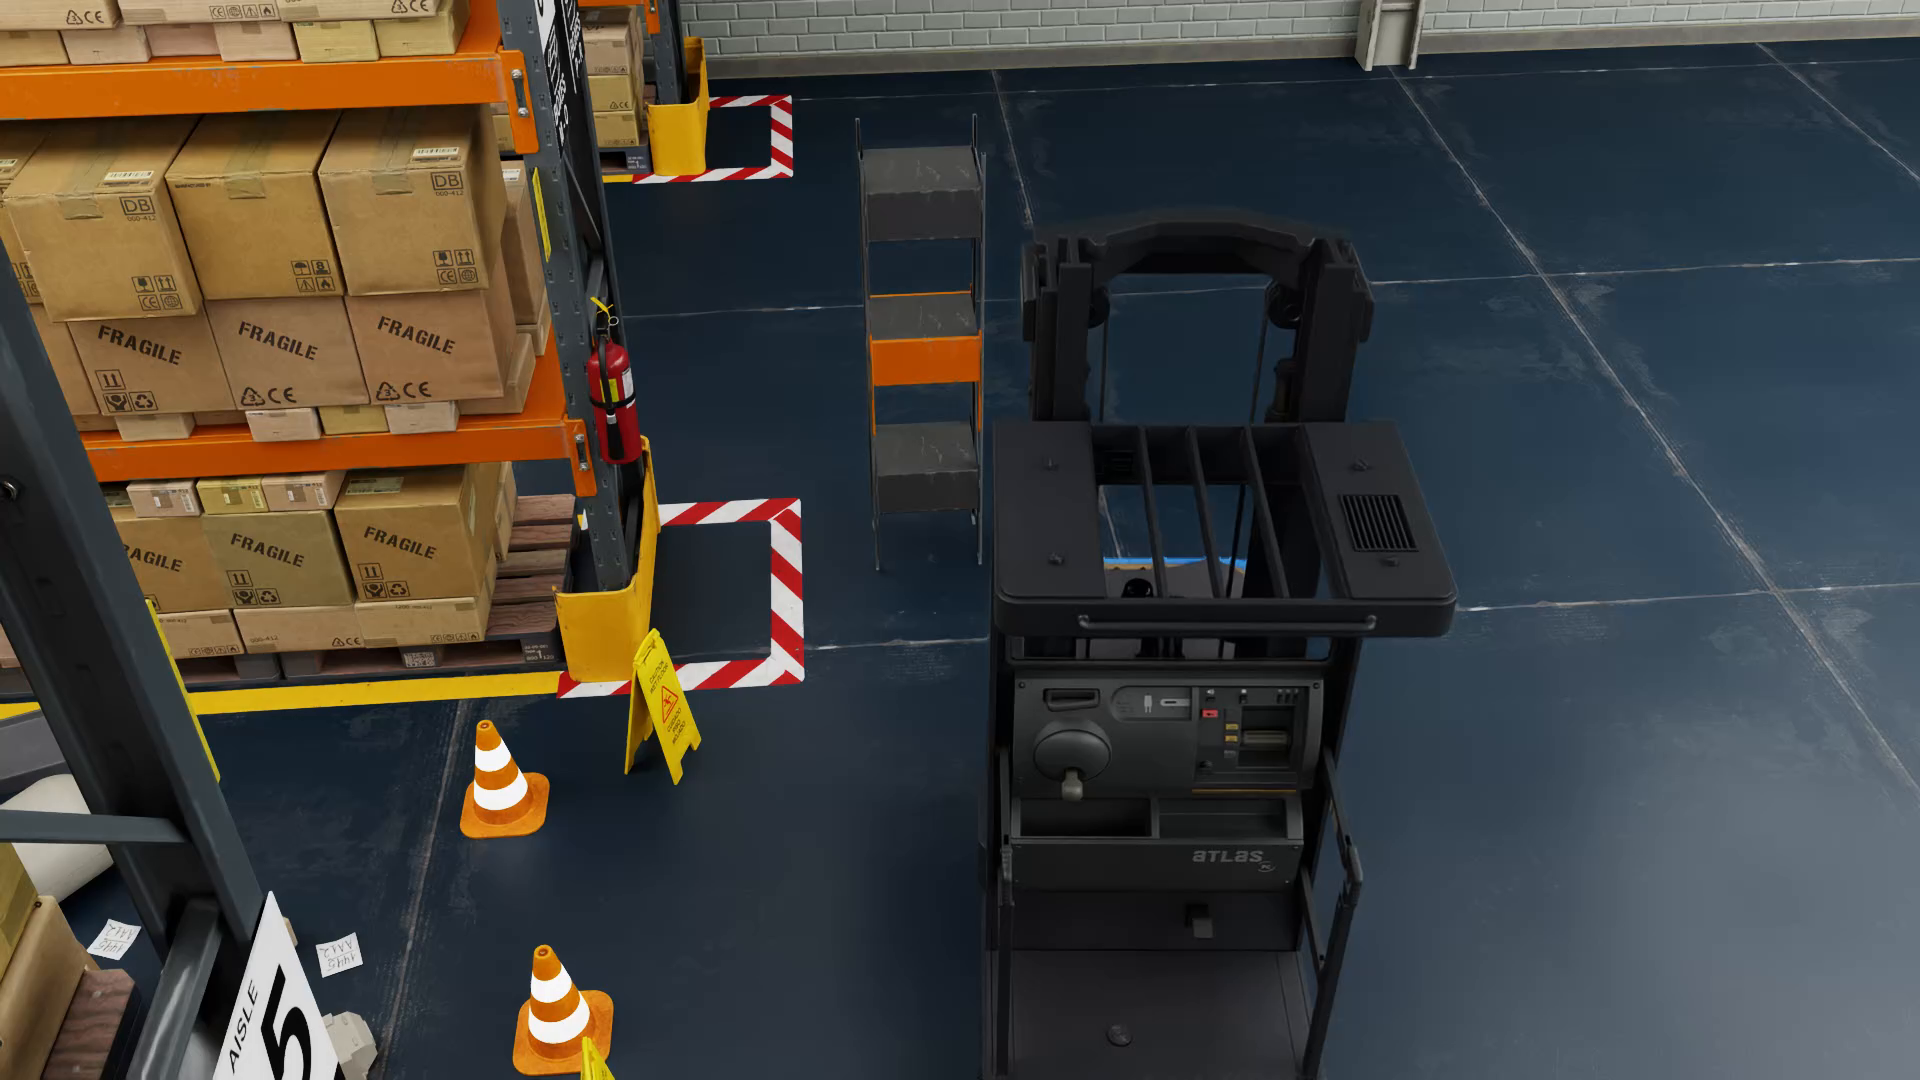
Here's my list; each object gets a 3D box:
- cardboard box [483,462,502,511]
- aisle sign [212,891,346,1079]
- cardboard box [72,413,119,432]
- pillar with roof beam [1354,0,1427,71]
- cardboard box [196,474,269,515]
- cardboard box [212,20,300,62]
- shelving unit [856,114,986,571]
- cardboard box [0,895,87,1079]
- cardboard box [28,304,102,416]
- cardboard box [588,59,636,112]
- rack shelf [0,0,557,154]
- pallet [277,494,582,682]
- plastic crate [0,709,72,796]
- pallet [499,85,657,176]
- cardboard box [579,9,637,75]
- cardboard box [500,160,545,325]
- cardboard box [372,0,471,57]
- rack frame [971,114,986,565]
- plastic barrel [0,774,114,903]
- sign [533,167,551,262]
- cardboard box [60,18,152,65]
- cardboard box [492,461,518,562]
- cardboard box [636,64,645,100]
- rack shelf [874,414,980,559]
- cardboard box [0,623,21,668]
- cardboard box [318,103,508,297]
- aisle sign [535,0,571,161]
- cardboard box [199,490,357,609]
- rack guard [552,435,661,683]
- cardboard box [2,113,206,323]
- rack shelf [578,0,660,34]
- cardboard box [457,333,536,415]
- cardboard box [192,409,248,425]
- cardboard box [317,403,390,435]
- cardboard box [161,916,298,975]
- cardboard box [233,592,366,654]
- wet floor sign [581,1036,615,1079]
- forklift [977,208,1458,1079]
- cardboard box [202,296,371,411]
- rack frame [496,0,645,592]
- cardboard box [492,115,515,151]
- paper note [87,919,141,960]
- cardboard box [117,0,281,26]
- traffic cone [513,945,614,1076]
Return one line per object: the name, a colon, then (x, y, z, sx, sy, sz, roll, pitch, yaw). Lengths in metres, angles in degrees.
cardboard box: (-2.371, -0.427, 7.467, 0.500, 0.500, 0.500, -4, 38, -5)
aisle sign: (-0.936, 0.917, 2.390, 0.004, 0.787, 0.394, -3, 38, -4)
cardboard box: (-3.397, -0.599, 6.613, 0.250, 0.149, 0.380, -3, 38, -4)
pillar with roof beam: (3.622, -4.531, 6.549, 0.400, 9.000, 9.100, -3, 38, -4)
cardboard box: (-2.904, -0.279, 6.755, 0.250, 0.149, 0.380, -3, 38, -3)
cardboard box: (-2.363, -1.782, 5.690, 0.250, 0.149, 0.380, -2, 38, -3)
shelving unit: (-0.165, -0.815, 7.410, 0.503, 2.100, 0.431, -3, 38, -4)
cardboard box: (-1.350, 0.664, 2.170, 0.250, 0.149, 0.380, -3, 38, -4)
cardboard box: (-3.540, -0.813, 6.359, 0.500, 0.500, 0.500, -3, 38, -3)
cardboard box: (-2.420, -3.047, 10.989, 0.500, 0.250, 0.500, -4, 38, -5)
rack shelf: (-3.511, -1.708, 5.974, 4.000, 0.370, 1.077, -3, 38, -4)
pallet: (-2.407, 0.199, 7.649, 1.213, 0.211, 1.003, -3, 38, -4)
plastic crate: (-3.867, 0.863, 6.914, 0.583, 0.080, 0.402, -16, 41, -19)
pallet: (-2.721, -2.822, 11.478, 1.213, 0.211, 1.003, -3, 38, -4)
cardboard box: (-2.394, -3.245, 10.837, 0.500, 0.250, 0.500, -2, 38, -2)
cardboard box: (-2.016, -1.224, 6.880, 0.500, 0.500, 0.500, -4, 38, -5)
cardboard box: (-1.850, -1.809, 5.725, 0.250, 0.149, 0.380, -3, 38, -4)
rack frame: (0.078, -0.829, 7.427, 0.015, 2.100, 0.400, -3, 38, -4)
plastic barrel: (-3.442, 1.136, 6.290, 0.421, 0.421, 0.512, 23, 44, 27)
sign: (-1.490, -1.157, 5.927, 0.005, 0.325, 0.100, -3, 38, -4)
cardboard box: (-2.865, -1.766, 5.670, 0.250, 0.149, 0.380, -3, 38, -4)
cardboard box: (-2.347, -0.134, 7.701, 0.500, 0.250, 0.500, -3, 38, -4)
cardboard box: (-2.469, -3.164, 11.541, 0.500, 0.250, 0.500, -3, 38, -4)
rack shelf: (-0.165, -0.255, 7.852, 0.480, 0.518, 0.431, -3, 38, -4)
cardboard box: (-3.833, 0.279, 7.178, 0.500, 0.250, 0.500, -4, 38, -5)
cardboard box: (-2.009, -1.308, 6.180, 0.500, 0.500, 0.700, -4, 38, -5)
aisle sign: (-1.432, -1.767, 5.792, 0.004, 0.787, 0.394, -3, 38, -4)
cardboard box: (-2.814, -0.067, 7.010, 0.500, 0.500, 0.500, -2, 38, -2)
rack guard: (-1.595, 0.063, 7.588, 0.348, 0.500, 1.175, -3, 38, -4)
cardboard box: (-3.012, -1.194, 6.035, 0.500, 0.500, 0.700, -4, 38, -5)
rack shelf: (-3.955, -3.593, 10.784, 4.000, 0.370, 1.077, -3, 38, -4)
cardboard box: (-1.873, -0.671, 6.704, 0.250, 0.149, 0.380, -2, 38, -2)
cardboard box: (-2.894, -0.628, 6.649, 0.250, 0.149, 0.380, -3, 38, -3)
cardboard box: (-2.372, -0.588, 6.598, 0.250, 0.149, 0.380, -4, 38, -5)
cardboard box: (-2.645, 1.515, 6.032, 0.250, 0.149, 0.380, 16, 41, 19)
cardboard box: (-2.817, 0.226, 7.245, 0.500, 0.250, 0.500, -3, 38, -4)
wet floor sign: (-1.127, 1.827, 5.235, 0.232, 0.644, 0.267, -9, 39, -12)
forklift: (0.628, 0.665, 4.862, 1.130, 2.935, 3.031, 0, 38, 0)
cardboard box: (-2.535, -0.854, 6.412, 0.500, 0.500, 0.500, -3, 38, -4)
rack frame: (-1.519, -0.922, 6.819, 0.127, 3.000, 1.000, -3, 38, -4)
cardboard box: (-2.899, -2.828, 11.115, 0.500, 0.250, 0.500, -3, 38, -4)
paper note: (-3.144, 1.482, 6.179, 0.142, 0.019, 0.148, 9, 39, 12)
cardboard box: (-2.507, -1.945, 5.575, 0.500, 0.250, 0.500, -4, 38, -5)
traffic cone: (-1.396, 1.559, 5.722, 0.334, 0.463, 0.336, -3, 38, -4)
